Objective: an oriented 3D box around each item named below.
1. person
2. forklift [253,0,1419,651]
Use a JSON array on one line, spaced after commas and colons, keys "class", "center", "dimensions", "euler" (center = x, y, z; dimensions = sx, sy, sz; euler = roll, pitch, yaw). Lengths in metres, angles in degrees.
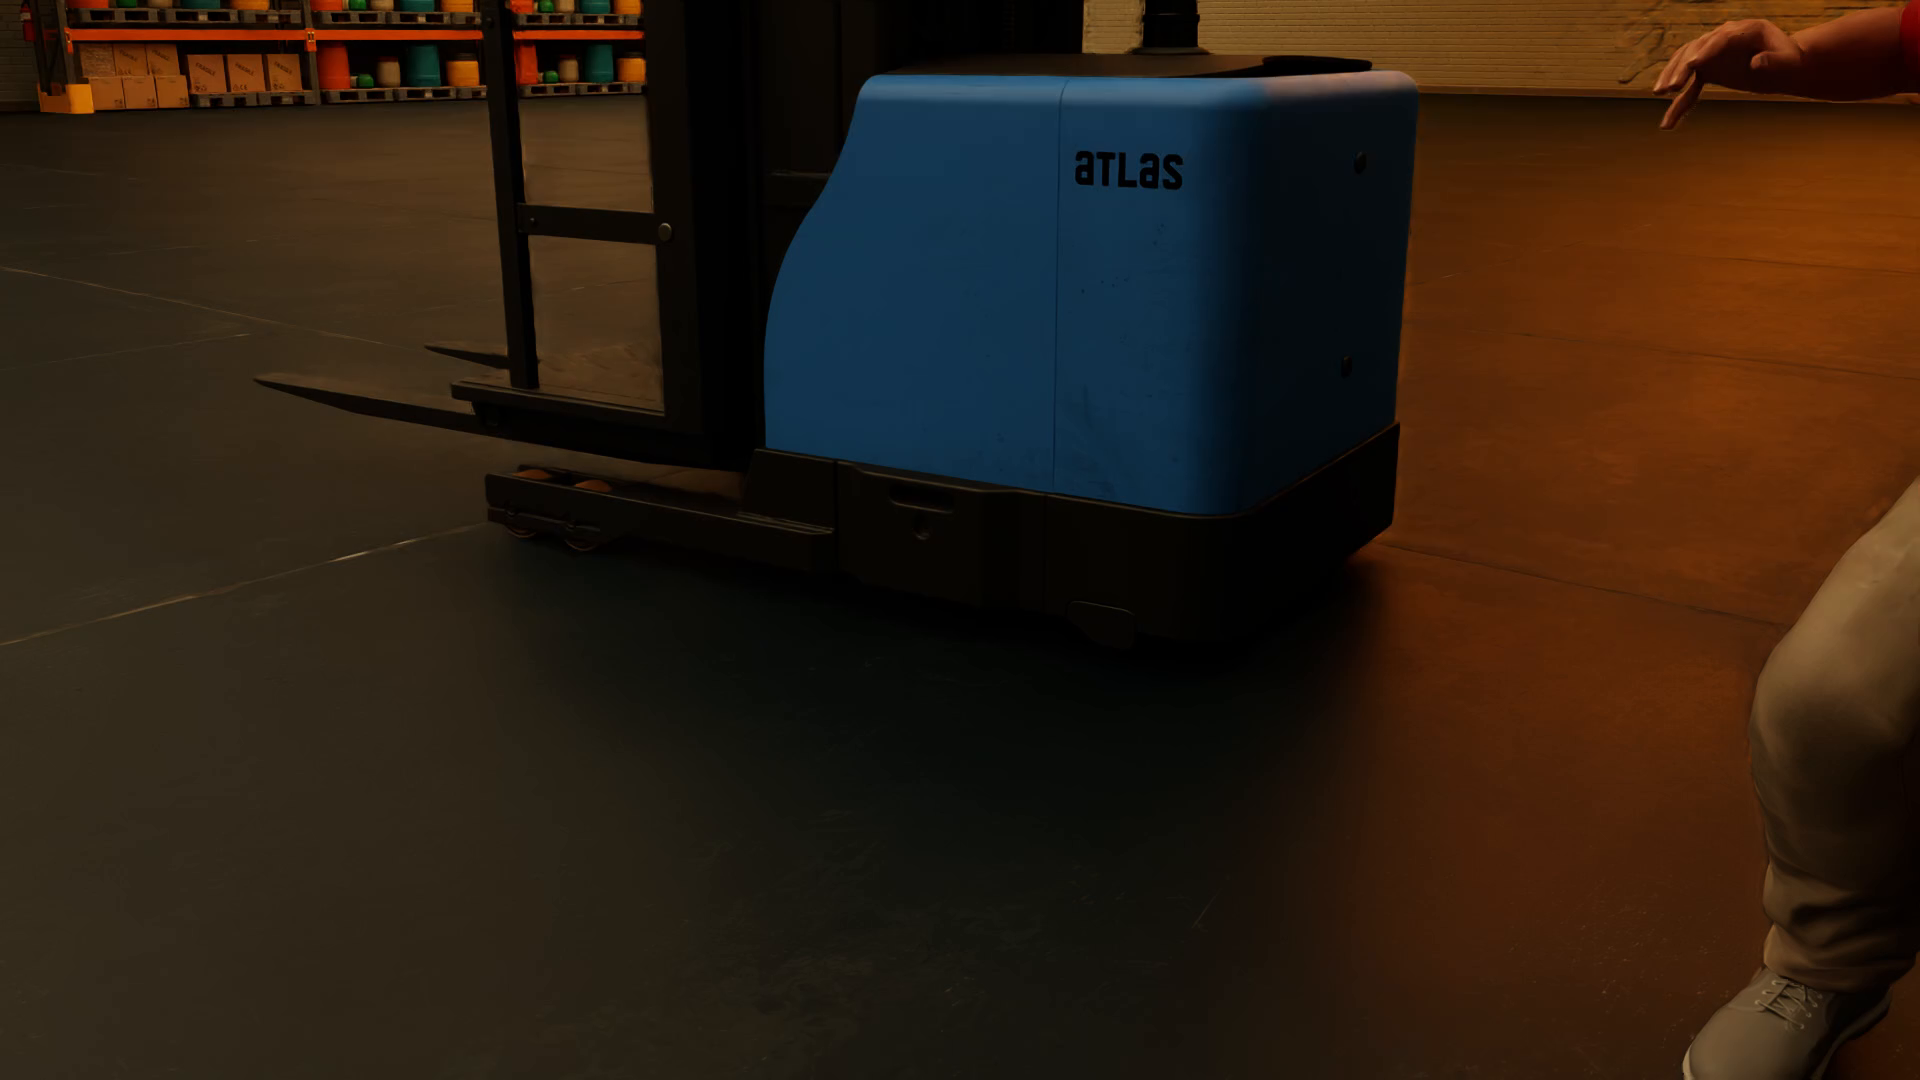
[{"class": "person", "center": [0.991, -0.025, 1.590], "dimensions": [0.967, 1.478, 0.790], "euler": [-9, 19, -26]}, {"class": "forklift", "center": [-0.526, -1.494, 3.817], "dimensions": [3.031, 2.935, 1.130], "euler": [10, 20, 30]}]
